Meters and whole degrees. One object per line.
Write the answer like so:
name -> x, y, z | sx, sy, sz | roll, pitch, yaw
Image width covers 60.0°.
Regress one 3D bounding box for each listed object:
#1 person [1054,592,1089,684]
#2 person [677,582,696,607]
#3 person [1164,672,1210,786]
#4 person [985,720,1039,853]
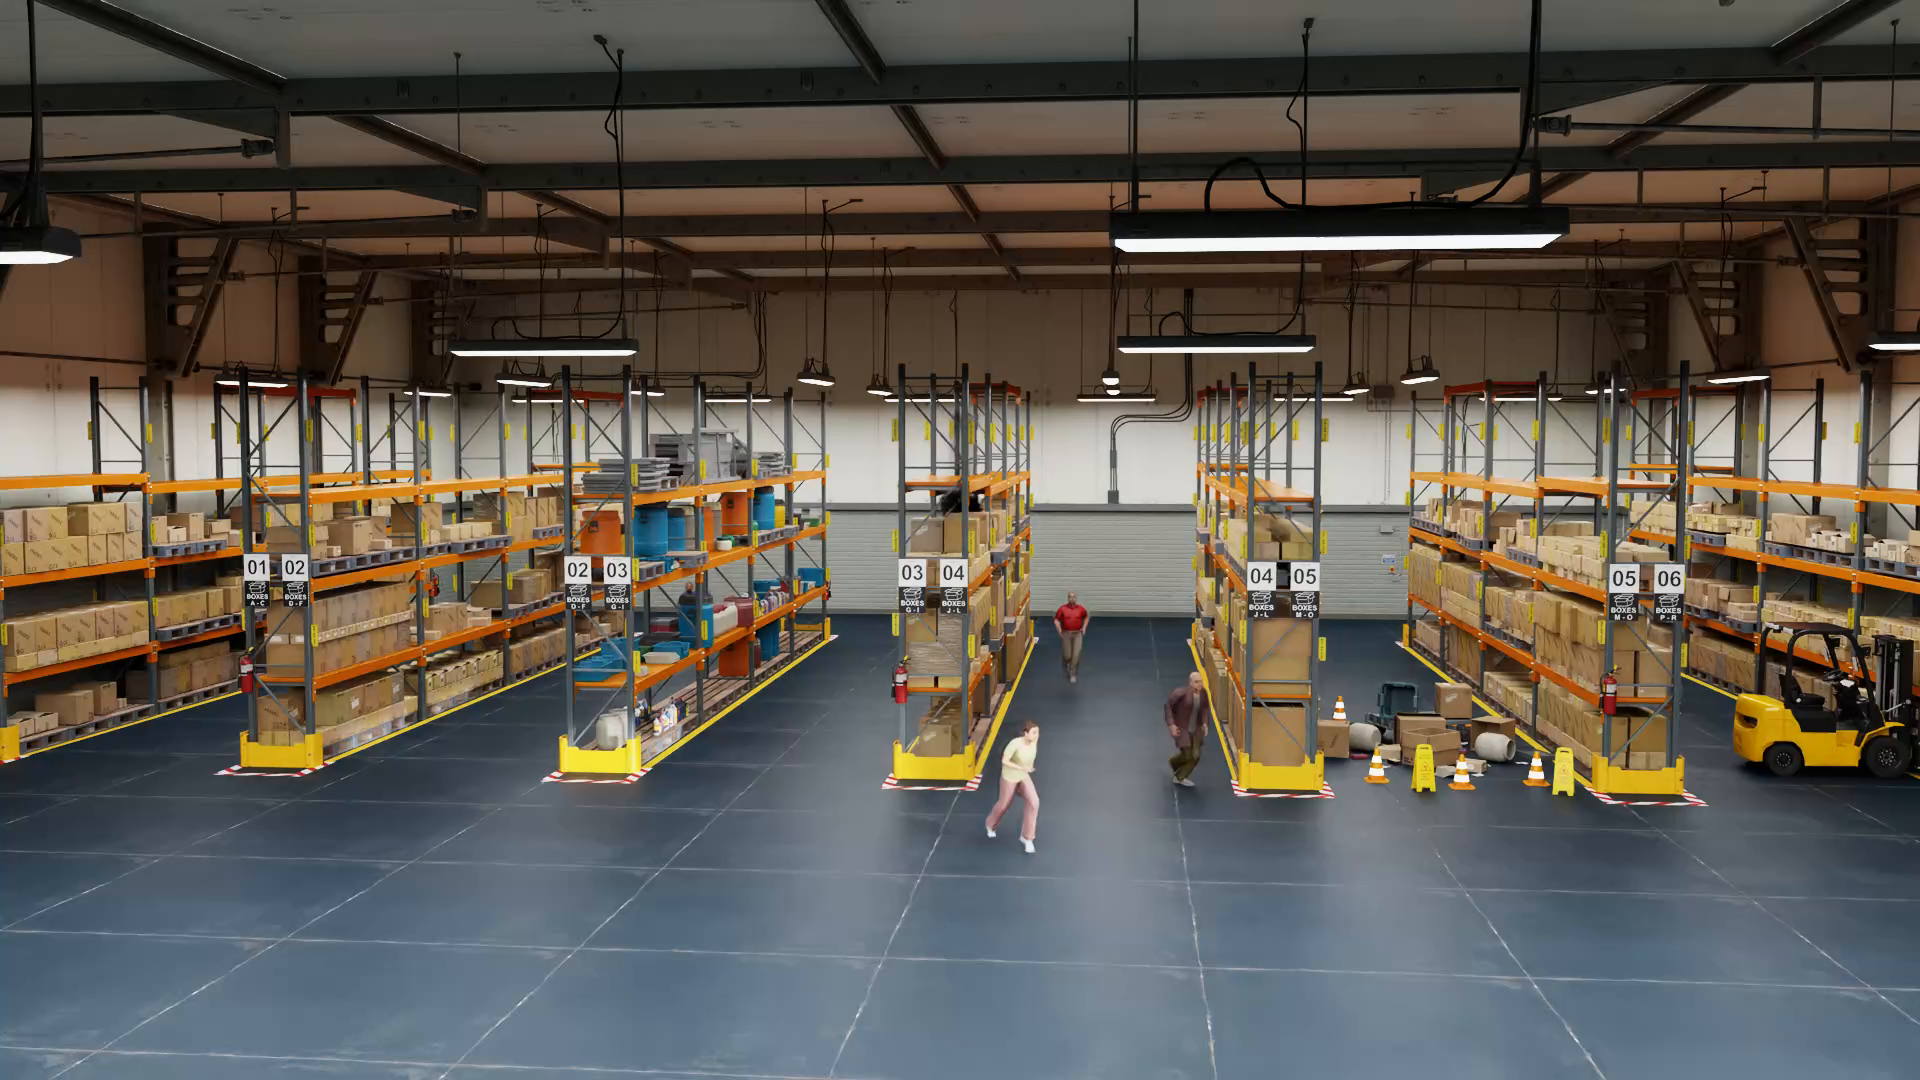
person -> 2.135, 1.845, 31.704 | 0.674, 1.718, 0.733 | 0, 4, -1
person -> -6.099, 1.740, 37.624 | 0.600, 1.628, 0.854 | 0, 4, -3
person -> 3.186, 2.658, 23.578 | 0.706, 1.638, 0.749 | -2, 4, -24
person -> 0.635, 2.942, 20.174 | 0.619, 1.624, 0.950 | -3, 5, -39
